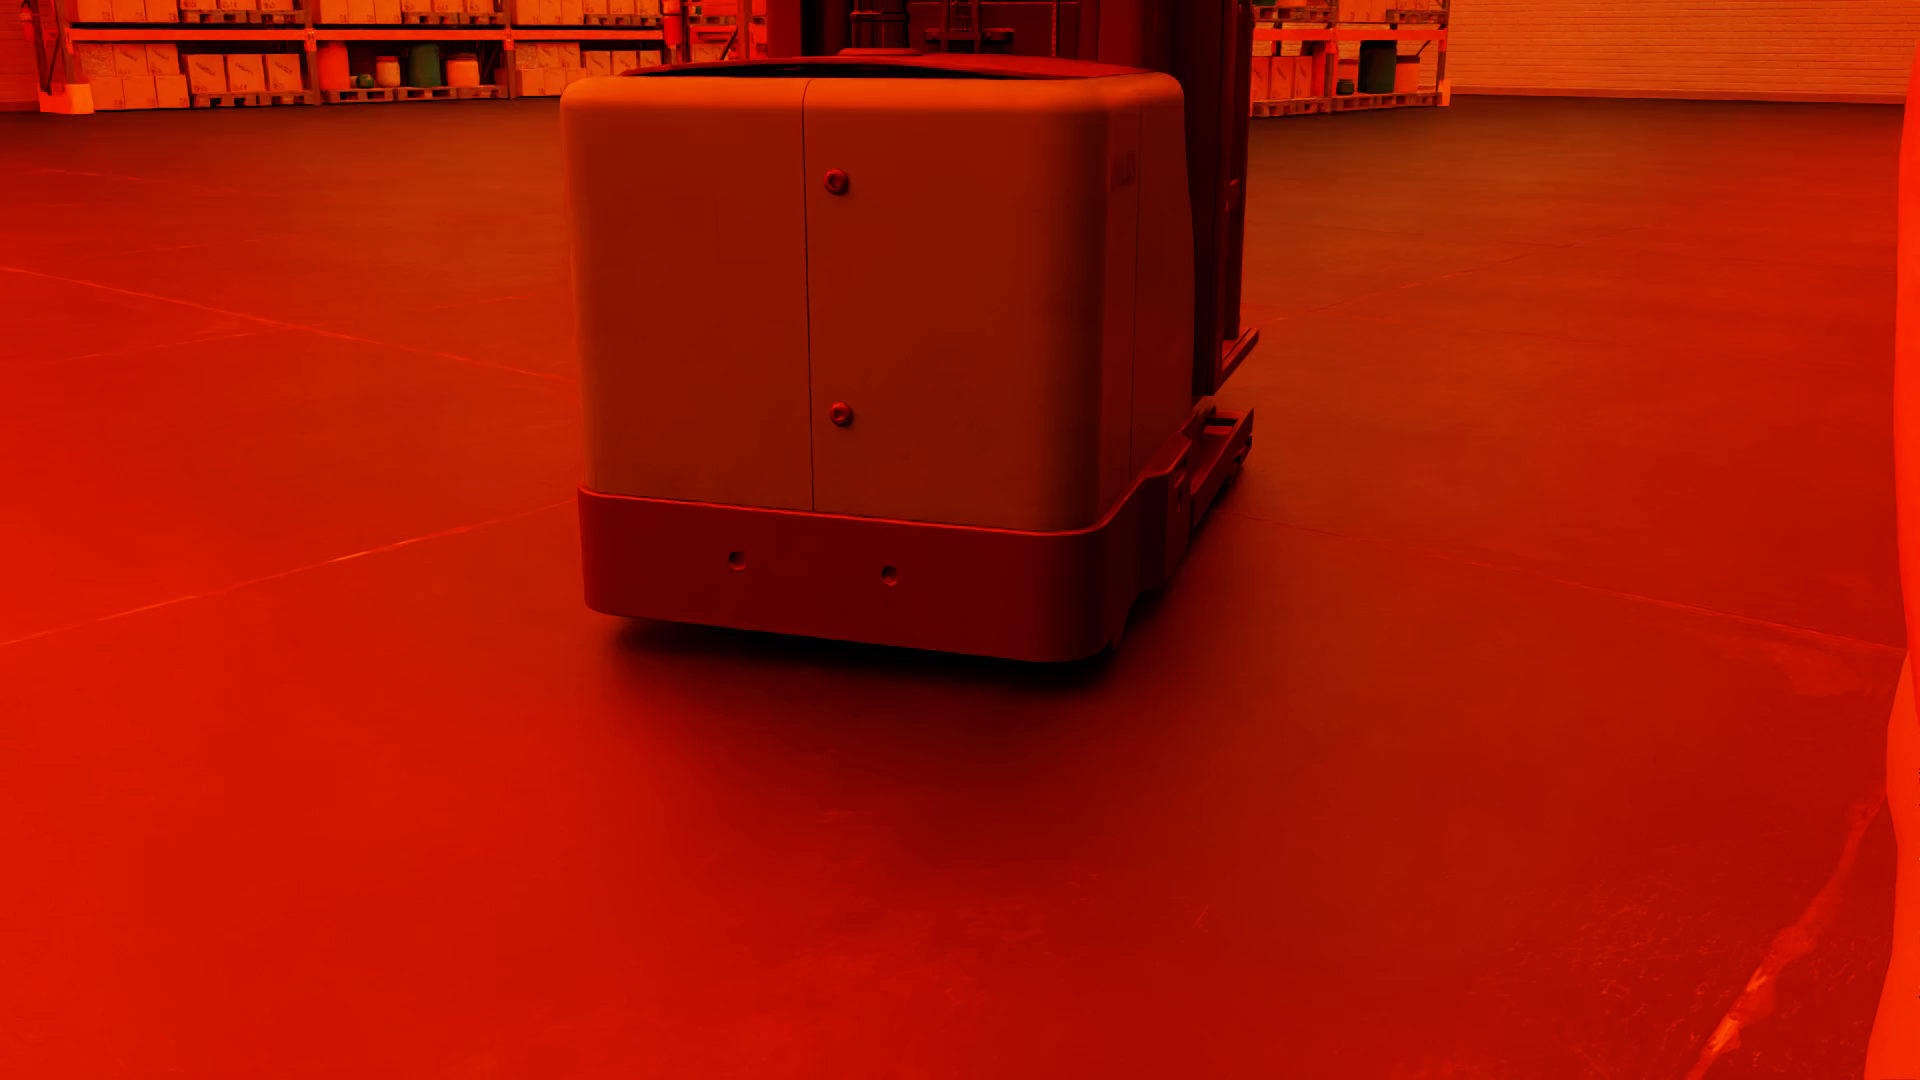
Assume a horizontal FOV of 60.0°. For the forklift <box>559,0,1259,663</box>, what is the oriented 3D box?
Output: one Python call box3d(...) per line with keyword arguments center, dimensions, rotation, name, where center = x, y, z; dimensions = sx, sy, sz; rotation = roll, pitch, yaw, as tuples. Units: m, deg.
box3d(center=(0.182, -1.571, 4.072), dimensions=(1.130, 2.935, 3.031), rotation=(5, 18, 17), name="forklift")
